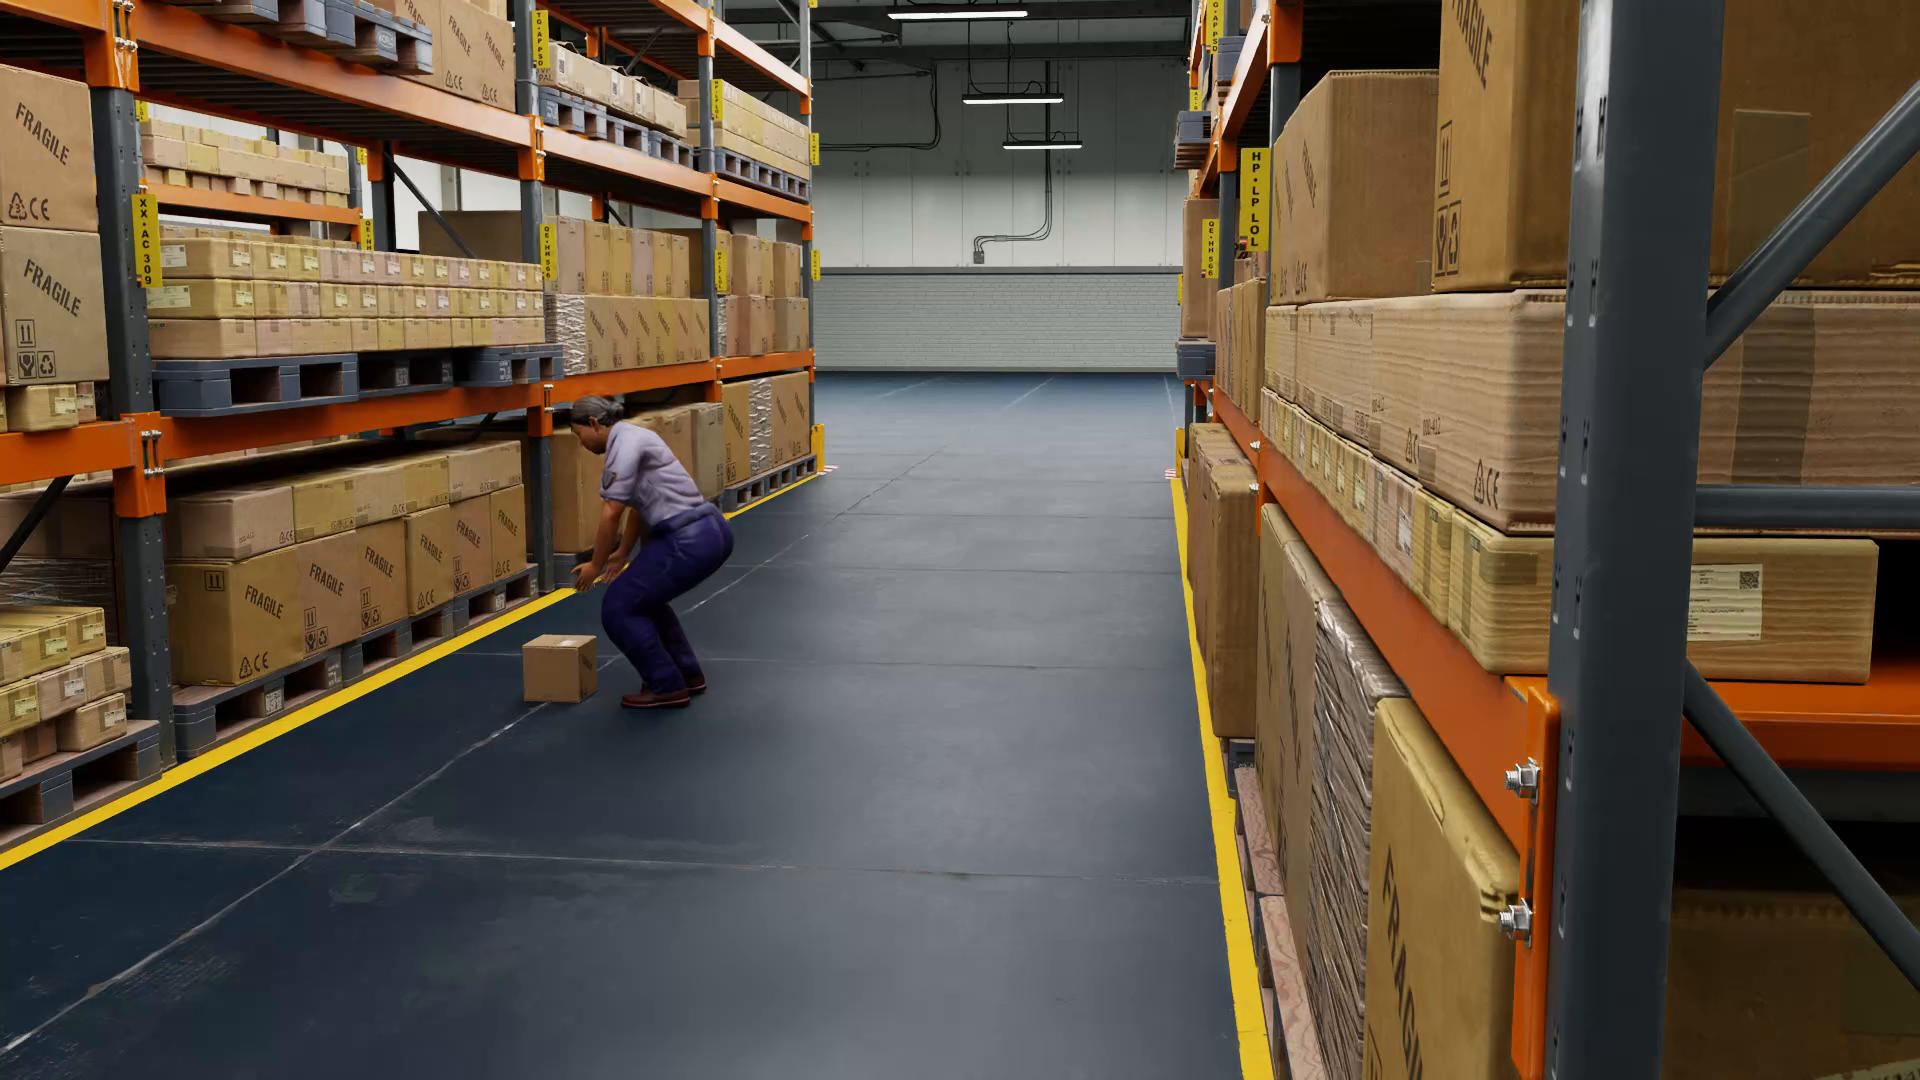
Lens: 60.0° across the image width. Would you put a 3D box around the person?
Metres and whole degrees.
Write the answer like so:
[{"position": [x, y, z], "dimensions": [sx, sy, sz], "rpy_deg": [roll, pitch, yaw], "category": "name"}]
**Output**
[{"position": [-1.340, 0.045, 7.202], "dimensions": [0.673, 1.340, 0.536], "rpy_deg": [1, 8, 6], "category": "person"}]
